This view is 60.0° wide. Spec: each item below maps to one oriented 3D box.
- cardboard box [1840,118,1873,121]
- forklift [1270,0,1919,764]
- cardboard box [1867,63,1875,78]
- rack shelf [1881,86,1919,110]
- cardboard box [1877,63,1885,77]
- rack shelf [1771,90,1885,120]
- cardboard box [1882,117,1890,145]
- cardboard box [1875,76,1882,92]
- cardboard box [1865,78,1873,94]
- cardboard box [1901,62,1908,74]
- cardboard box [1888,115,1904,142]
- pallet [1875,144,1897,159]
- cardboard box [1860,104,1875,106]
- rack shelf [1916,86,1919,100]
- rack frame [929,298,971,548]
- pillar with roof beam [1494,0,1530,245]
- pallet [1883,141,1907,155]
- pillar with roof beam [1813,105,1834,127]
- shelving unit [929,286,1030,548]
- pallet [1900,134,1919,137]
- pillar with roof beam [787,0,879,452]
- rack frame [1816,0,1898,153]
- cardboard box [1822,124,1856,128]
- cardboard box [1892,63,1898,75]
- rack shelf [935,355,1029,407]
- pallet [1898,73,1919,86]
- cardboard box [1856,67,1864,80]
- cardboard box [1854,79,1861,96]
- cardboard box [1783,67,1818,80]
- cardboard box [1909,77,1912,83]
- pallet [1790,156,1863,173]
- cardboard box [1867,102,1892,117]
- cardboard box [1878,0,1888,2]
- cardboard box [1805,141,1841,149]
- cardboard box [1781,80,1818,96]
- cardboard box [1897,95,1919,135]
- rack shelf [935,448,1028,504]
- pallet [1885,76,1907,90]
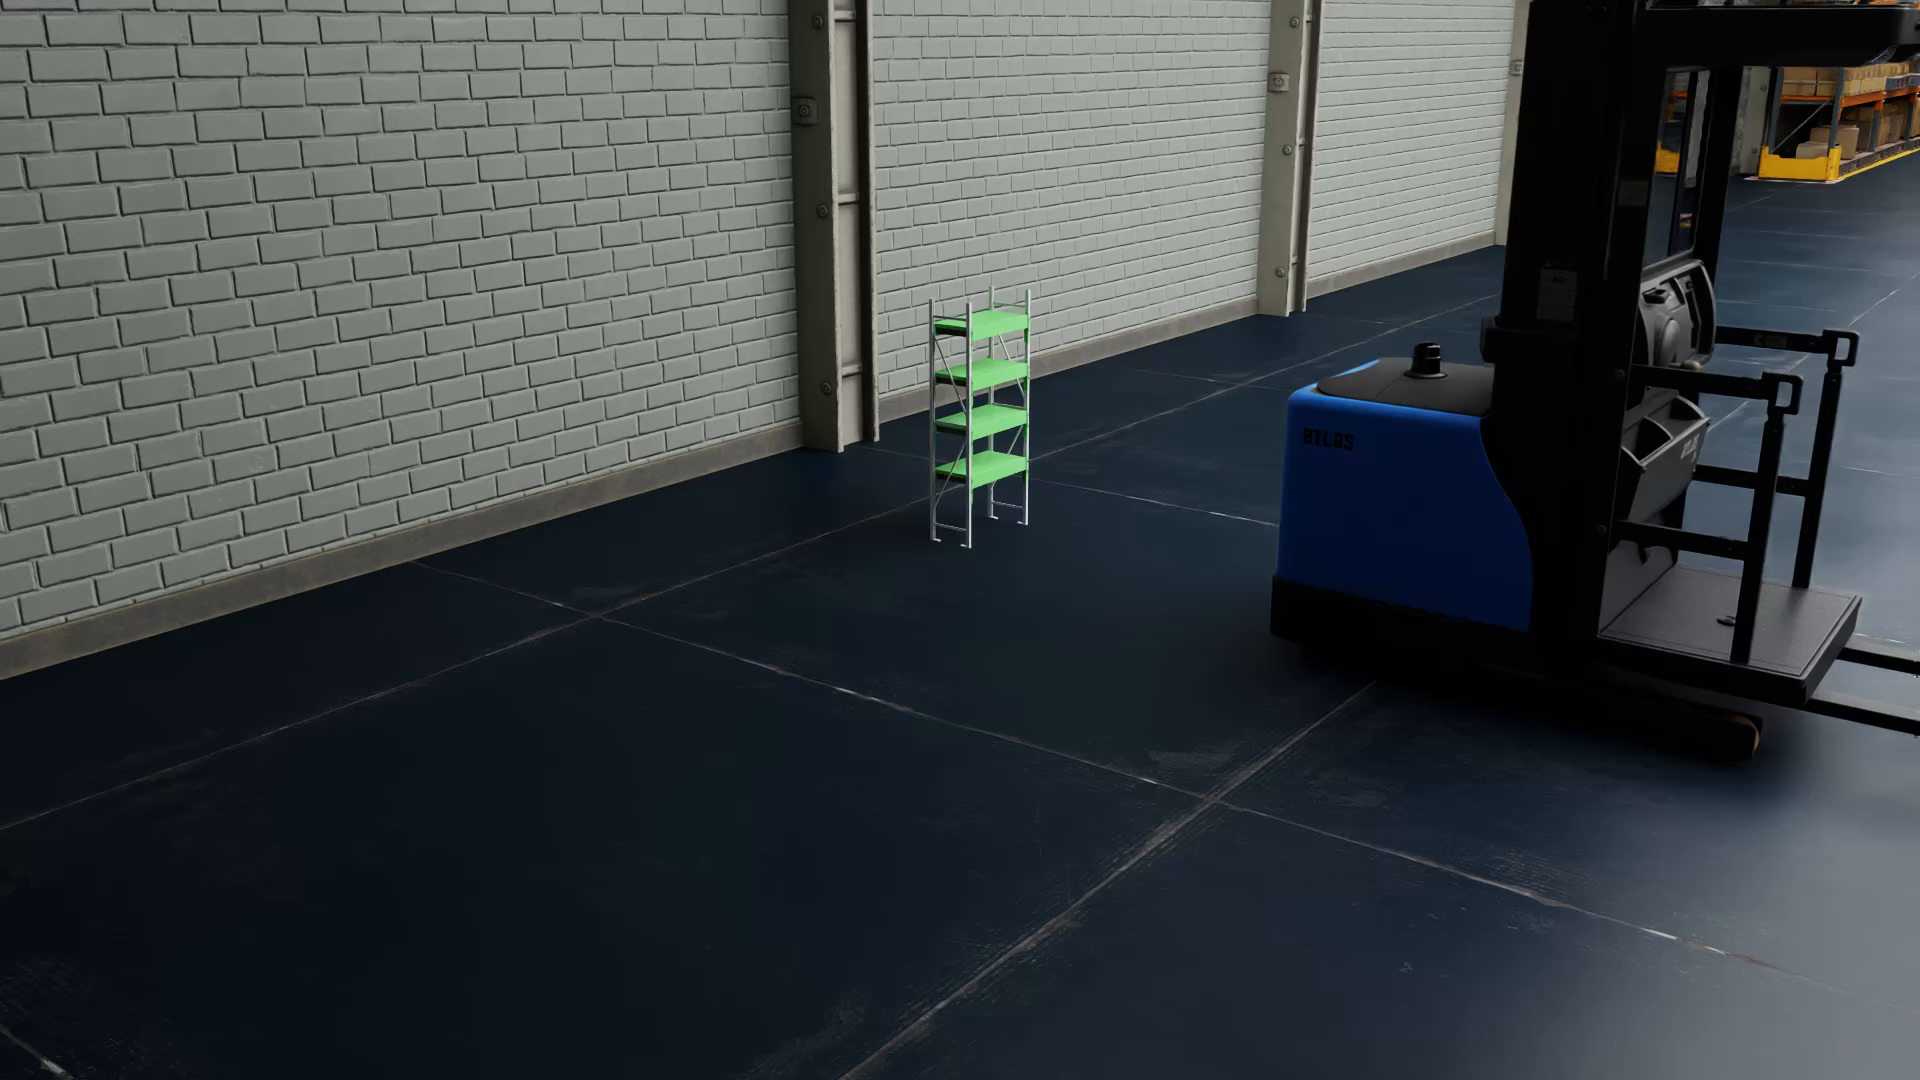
[{"bbox_3d":[16.921,-7.704,31.468,0.700,0.500,0.500,12,21,34],"label":"cardboard box"},{"bbox_3d":[2.752,-0.805,5.893,3.031,2.935,1.130,12,21,35],"label":"forklift"},{"bbox_3d":[15.284,-8.145,28.368,0.500,0.500,0.500,13,22,36],"label":"cardboard box"},{"bbox_3d":[17.420,-8.510,31.804,1.077,0.370,4.000,12,21,35],"label":"rack shelf"},{"bbox_3d":[15.902,-8.387,29.147,0.500,0.500,0.500,12,21,34],"label":"cardboard box"},{"bbox_3d":[15.036,-7.558,28.736,1.077,0.370,4.000,12,21,35],"label":"rack shelf"},{"bbox_3d":[17.551,-7.941,32.229,0.700,0.500,0.500,12,21,34],"label":"cardboard box"},{"bbox_3d":[15.886,-8.032,29.270,0.500,0.250,0.500,13,21,35],"label":"cardboard box"},{"bbox_3d":[15.300,-7.789,28.489,0.500,0.250,0.500,13,21,35],"label":"cardboard box"},{"bbox_3d":[18.028,-9.337,32.341,0.700,0.500,0.500,10,20,30],"label":"cardboard box"},{"bbox_3d":[18.224,-8.166,32.955,0.700,0.500,0.500,13,21,35],"label":"cardboard box"},{"bbox_3d":[17.417,-7.523,32.115,1.003,0.211,1.213,12,21,35],"label":"pallet"},{"bbox_3d":[17.220,-8.160,31.673,0.500,0.250,0.500,12,21,33],"label":"cardboard box"},{"bbox_3d":[19.803,-9.463,34.872,1.077,0.370,4.000,12,21,35],"label":"rack shelf"},{"bbox_3d":[-0.047,-0.554,8.006,0.240,1.200,0.015,12,21,35],"label":"rack frame"},{"bbox_3d":[9.874,-6.991,15.582,9.100,9.000,0.400,12,21,35],"label":"pillar with roof beam"},{"bbox_3d":[18.145,-7.813,33.046,1.003,0.211,1.213,12,21,35],"label":"pallet"},{"bbox_3d":[20.599,-11.278,29.387,9.100,9.000,0.400,12,21,35],"label":"pillar with roof beam"},{"bbox_3d":[0.099,-0.612,8.193,0.258,1.200,0.503,12,21,35],"label":"shelving unit"},{"bbox_3d":[19.869,-8.462,35.138,1.003,0.211,1.213,12,21,35],"label":"pallet"},{"bbox_3d":[2.724,-4.133,6.378,9.100,9.000,0.400,12,21,35],"label":"pillar with roof beam"},{"bbox_3d":[16.228,-8.378,30.163,1.000,3.000,0.127,12,21,35],"label":"rack frame"},{"bbox_3d":[15.642,-7.140,29.650,0.500,0.500,0.500,11,20,31],"label":"cardboard box"},{"bbox_3d":[17.265,-9.045,31.402,0.700,0.500,0.500,16,24,42],"label":"cardboard box"},{"bbox_3d":[0.099,-0.781,8.141,0.258,0.148,0.480,12,21,35],"label":"rack shelf"},{"bbox_3d":[18.272,-9.050,32.653,1.213,0.211,1.003,12,21,35],"label":"pallet"},{"bbox_3d":[14.673,-7.898,27.572,0.500,0.500,0.500,12,21,35],"label":"cardboard box"},{"bbox_3d":[14.688,-7.549,27.715,0.500,0.250,0.500,12,21,33],"label":"cardboard box"},{"bbox_3d":[13.955,-7.871,27.486,0.500,0.500,0.500,12,21,34],"label":"cardboard box"},{"bbox_3d":[18.993,-9.257,33.386,0.380,0.149,0.250,12,21,34],"label":"cardboard box"},{"bbox_3d":[15.130,-6.588,29.102,1.003,0.211,1.213,12,21,35],"label":"pallet"},{"bbox_3d":[17.834,-8.399,32.442,0.500,0.250,0.500,13,21,36],"label":"cardboard box"},{"bbox_3d":[15.814,-9.585,28.792,0.500,0.500,0.500,10,20,30],"label":"cardboard box"},{"bbox_3d":[14.669,-6.636,28.346,0.500,0.311,0.500,15,22,39],"label":"cardboard box"},{"bbox_3d":[13.967,-7.508,27.584,0.500,0.250,0.500,13,21,35],"label":"cardboard box"},{"bbox_3d":[19.682,-8.864,34.646,0.750,0.750,0.750,12,21,34],"label":"cardboard box"},{"bbox_3d":[0.099,-0.322,8.283,0.258,0.148,0.480,12,21,35],"label":"rack shelf"},{"bbox_3d":[16.800,-8.442,30.695,1.003,0.211,1.213,12,21,35],"label":"pallet"}]
